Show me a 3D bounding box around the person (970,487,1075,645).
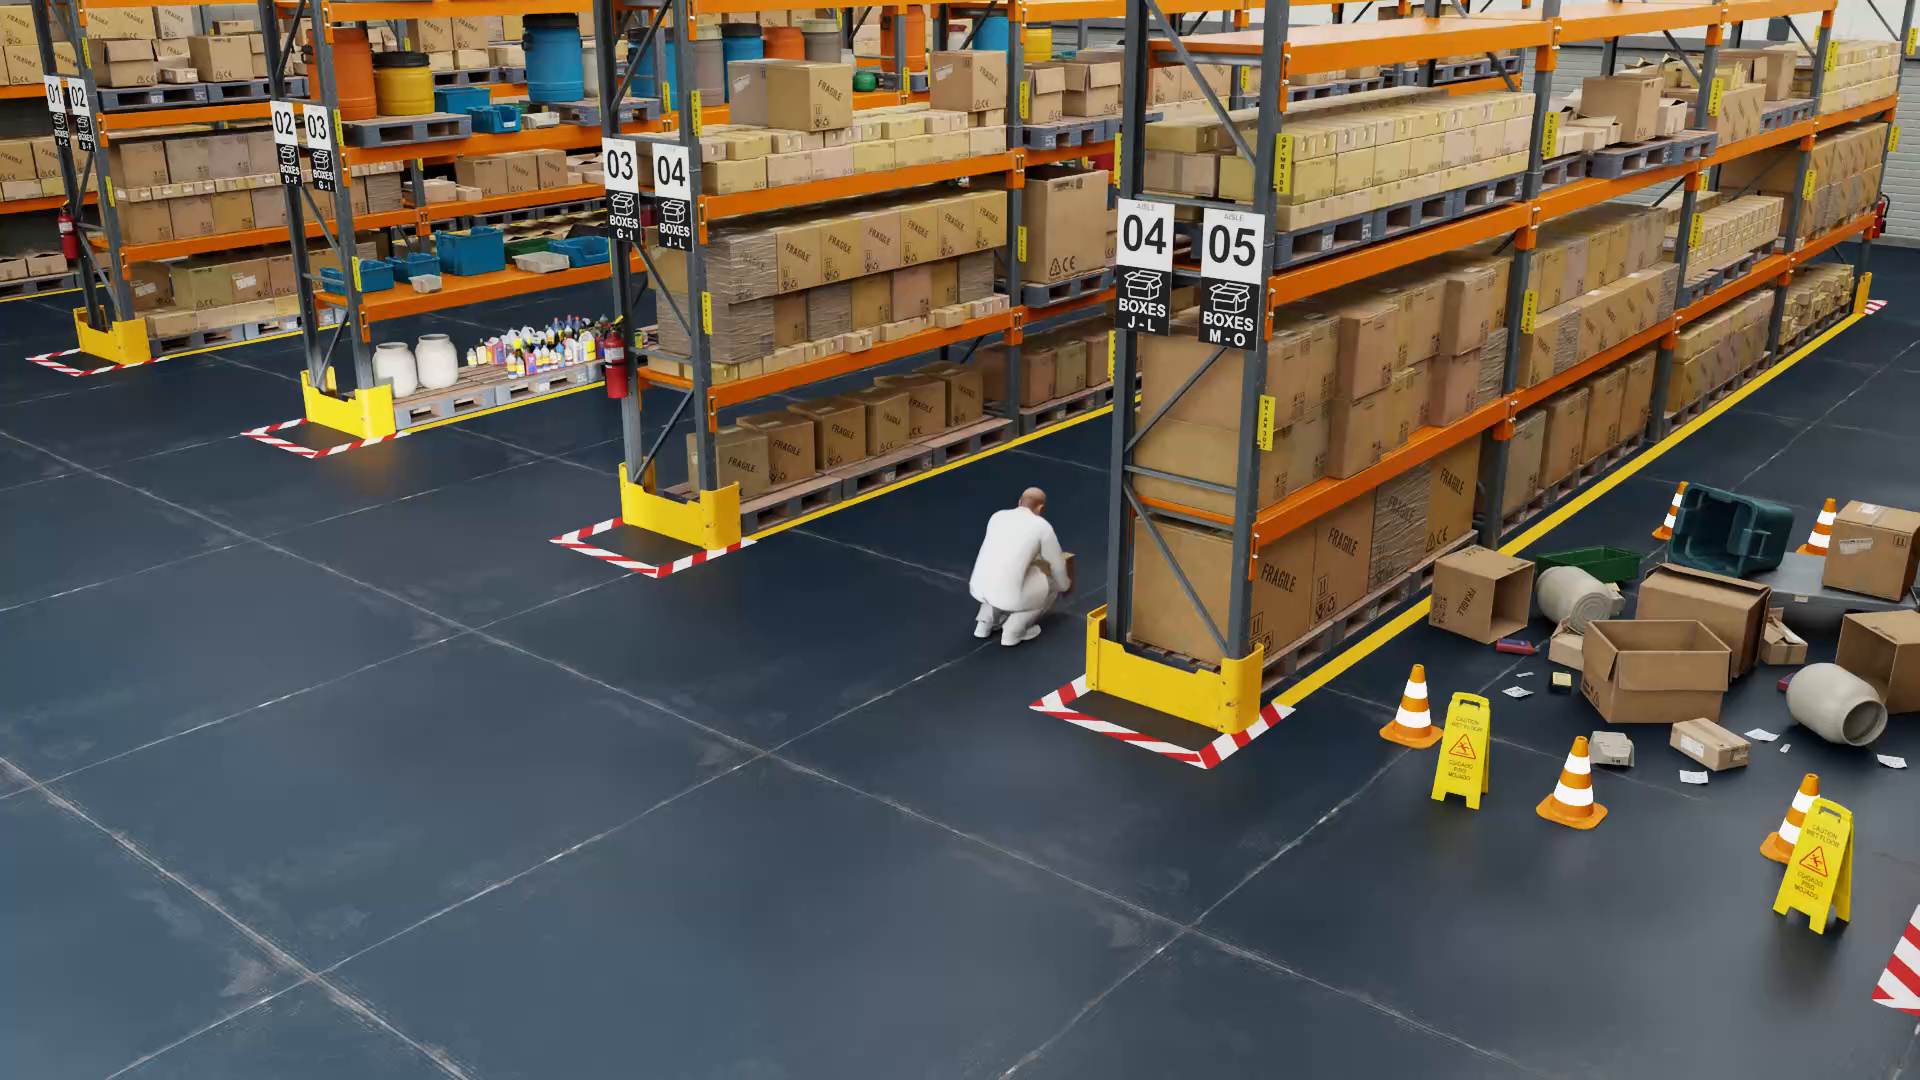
[{"bbox_3d":[0.430,0.223,11.820,0.593,0.873,0.910,15,25,36],"label":"person"}]
